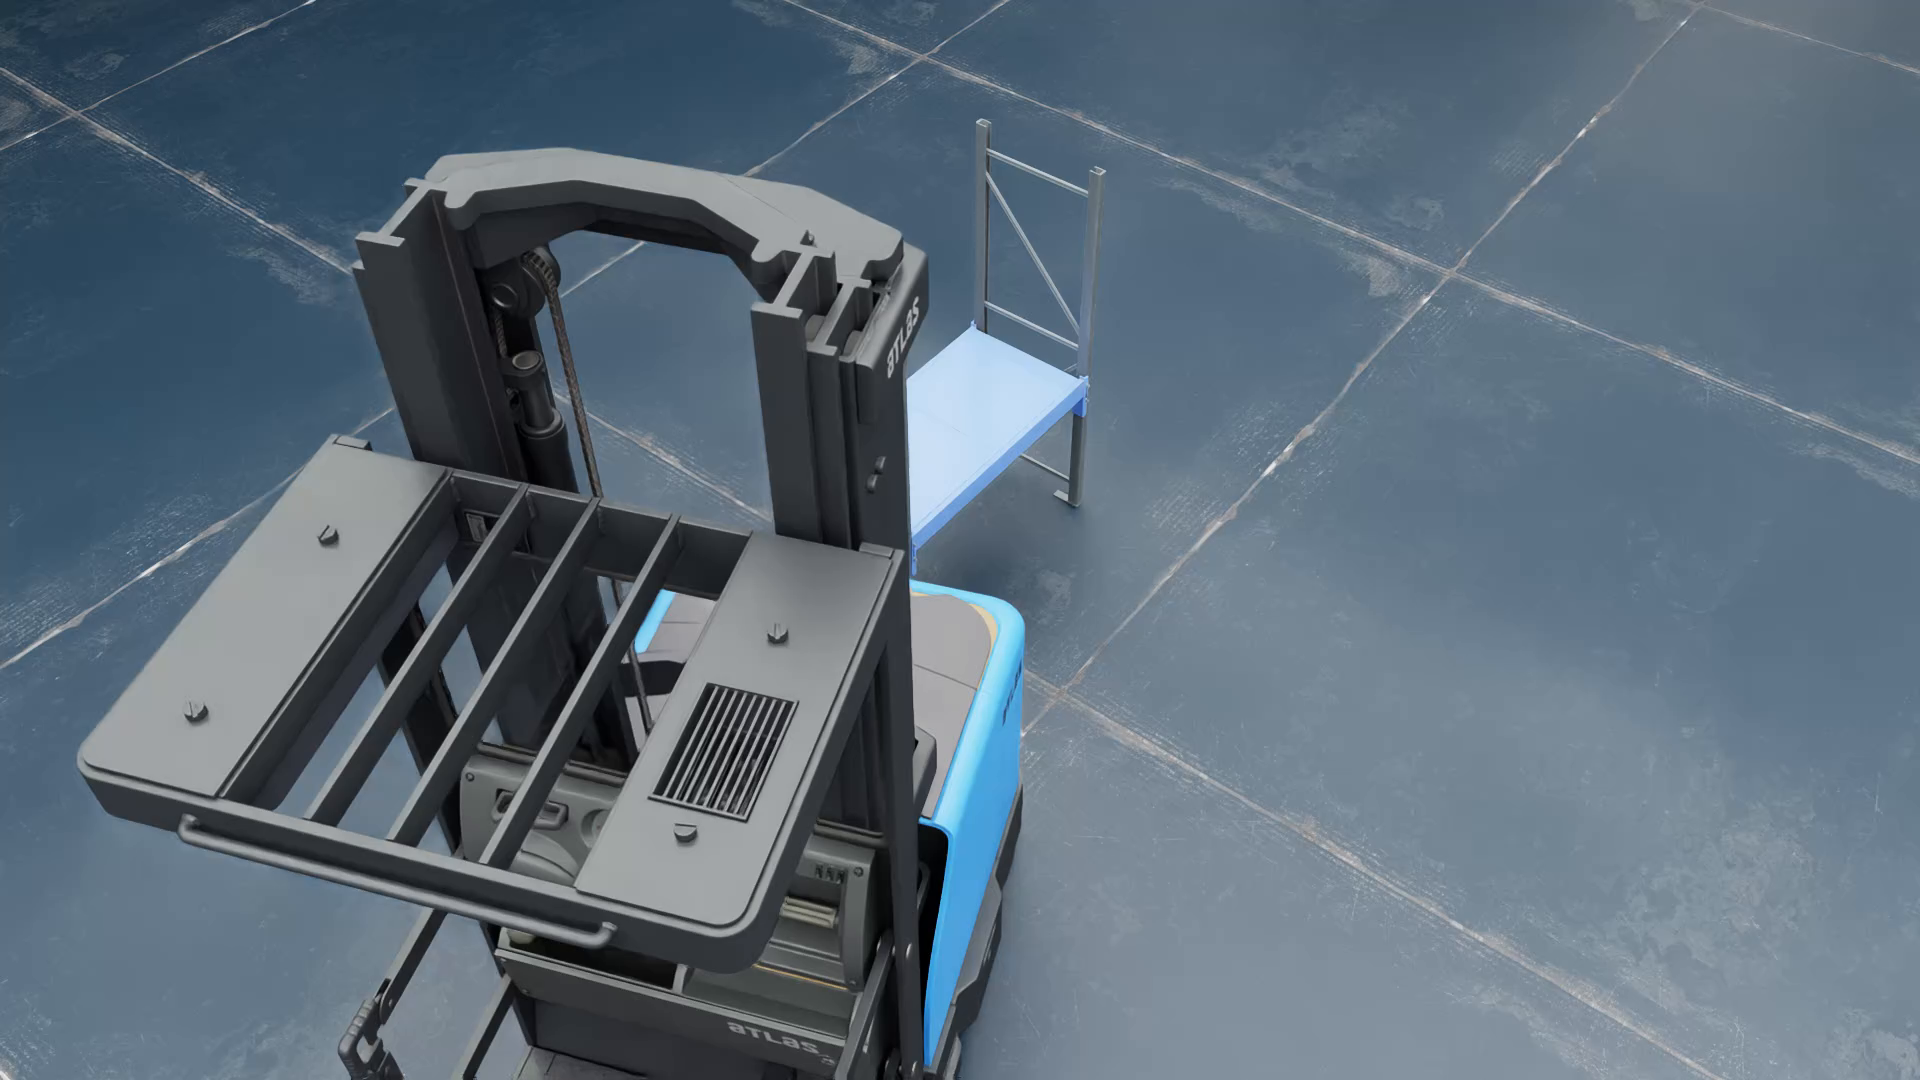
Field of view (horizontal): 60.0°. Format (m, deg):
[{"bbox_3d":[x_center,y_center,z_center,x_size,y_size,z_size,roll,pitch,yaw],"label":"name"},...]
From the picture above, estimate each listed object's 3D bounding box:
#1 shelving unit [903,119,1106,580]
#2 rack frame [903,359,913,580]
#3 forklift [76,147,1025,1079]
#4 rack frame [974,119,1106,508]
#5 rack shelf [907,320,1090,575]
[{"bbox_3d":[-0.052,-0.469,5.661,0.538,1.500,1.048,29,53,25],"label":"shelving unit"},{"bbox_3d":[-0.363,-0.178,5.383,0.500,1.500,0.032,29,53,25],"label":"rack frame"},{"bbox_3d":[-0.695,0.835,3.426,1.130,2.935,3.031,11,47,11],"label":"forklift"},{"bbox_3d":[0.259,-0.760,5.939,0.500,1.500,0.032,29,53,25],"label":"rack frame"},{"bbox_3d":[-0.052,-0.345,5.791,0.538,0.185,1.000,29,53,25],"label":"rack shelf"}]
